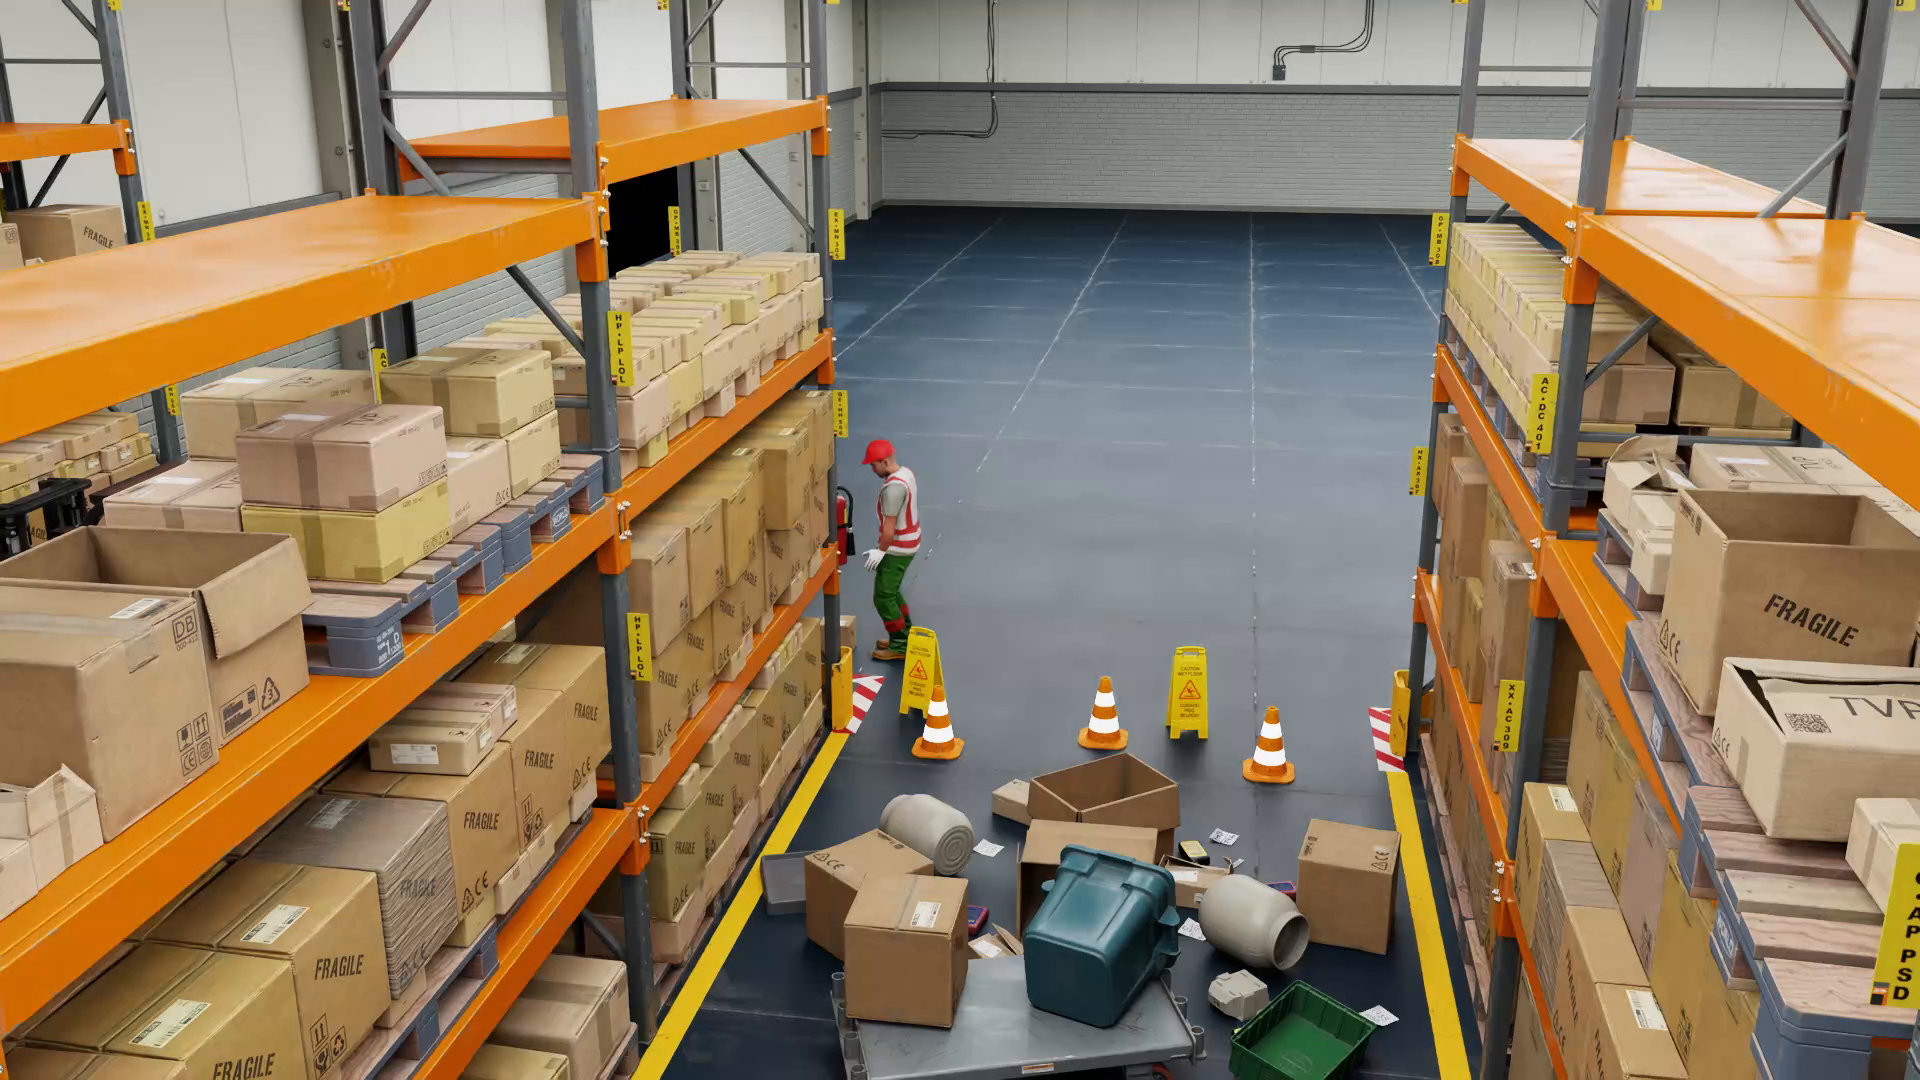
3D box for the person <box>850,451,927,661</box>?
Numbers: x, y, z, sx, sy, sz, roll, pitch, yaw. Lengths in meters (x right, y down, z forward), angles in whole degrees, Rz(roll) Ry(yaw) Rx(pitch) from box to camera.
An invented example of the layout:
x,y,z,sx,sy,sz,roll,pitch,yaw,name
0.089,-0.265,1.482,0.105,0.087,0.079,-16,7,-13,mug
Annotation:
x,y,z,sx,sy,sz,roll,pitch,yaw,name
-0.553,0.118,12.881,0.580,1.647,0.564,2,18,7,person
